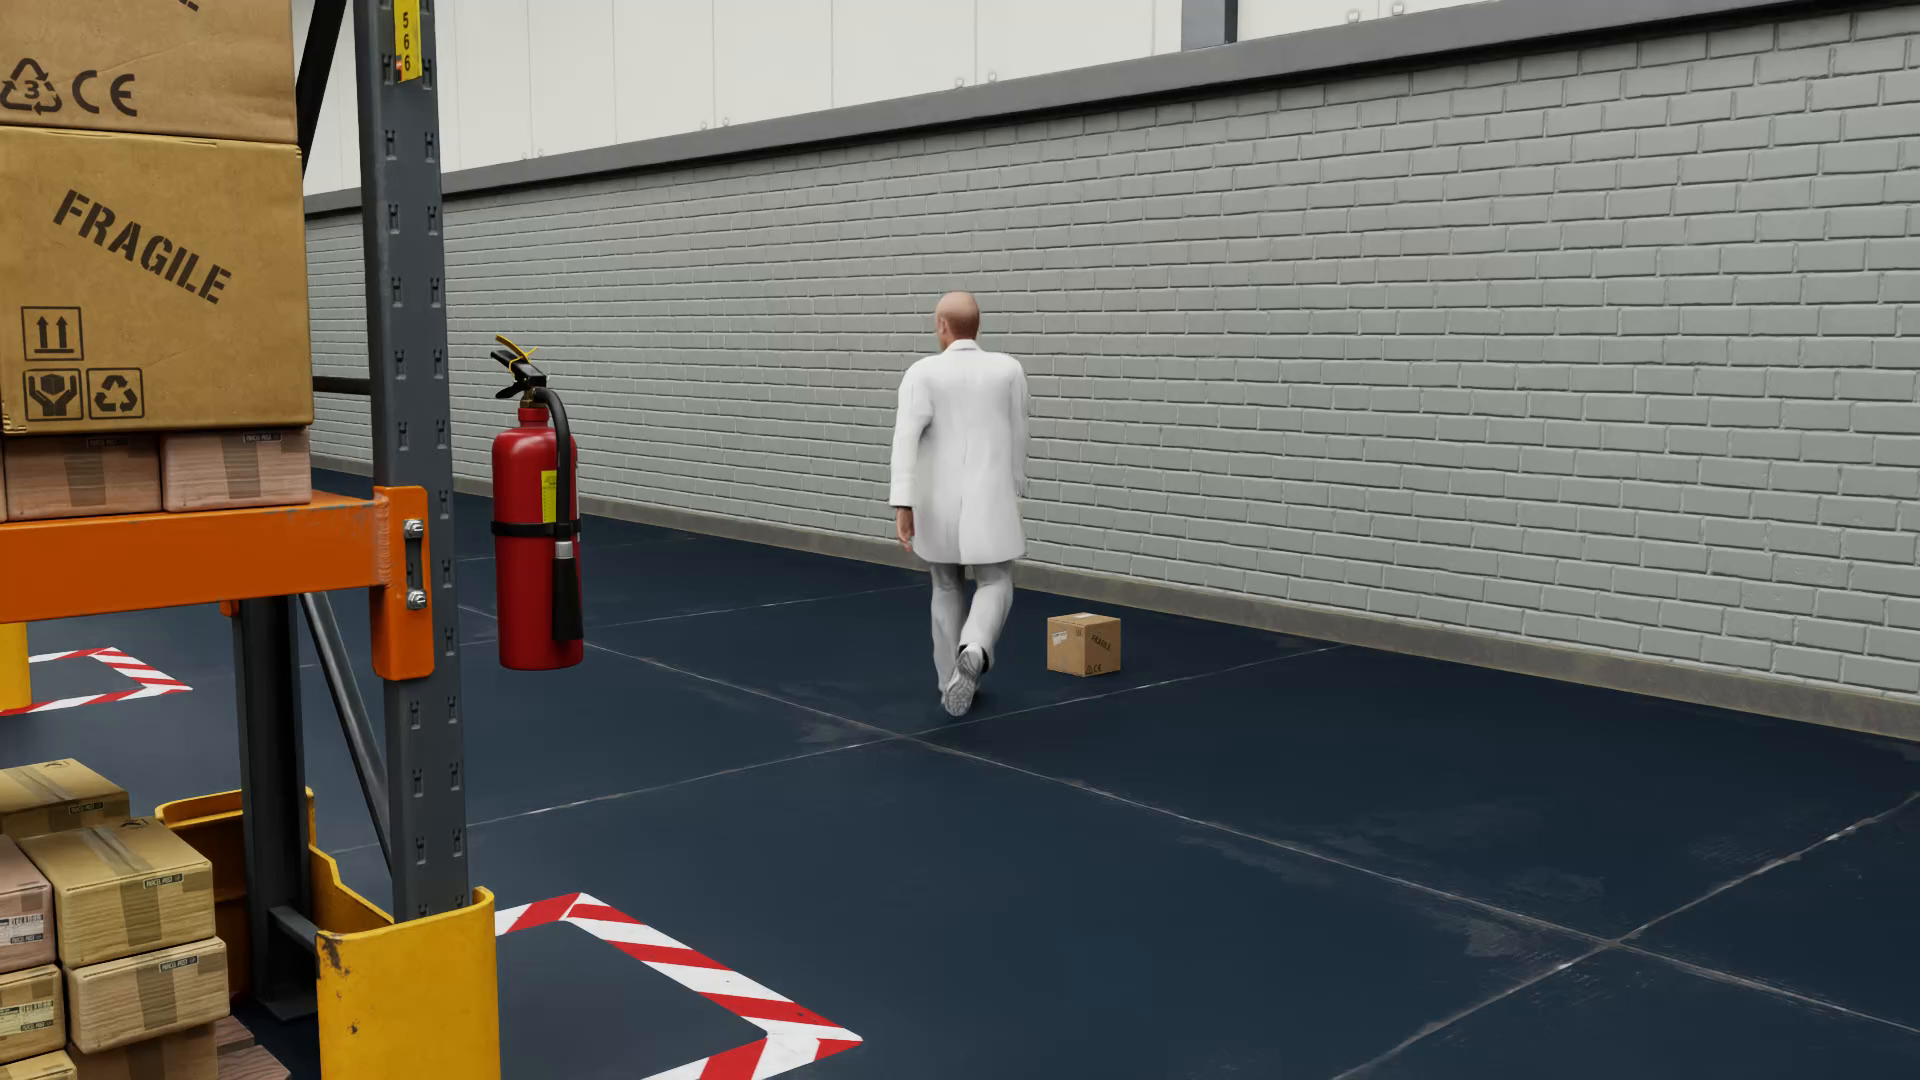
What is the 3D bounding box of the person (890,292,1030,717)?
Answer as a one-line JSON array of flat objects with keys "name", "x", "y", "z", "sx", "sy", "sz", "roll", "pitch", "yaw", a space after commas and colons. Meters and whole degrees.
[{"name": "person", "x": 0.003, "y": -0.149, "z": 6.971, "sx": 0.576, "sy": 1.766, "sz": 0.817, "roll": 0, "pitch": 7, "yaw": 2}]
